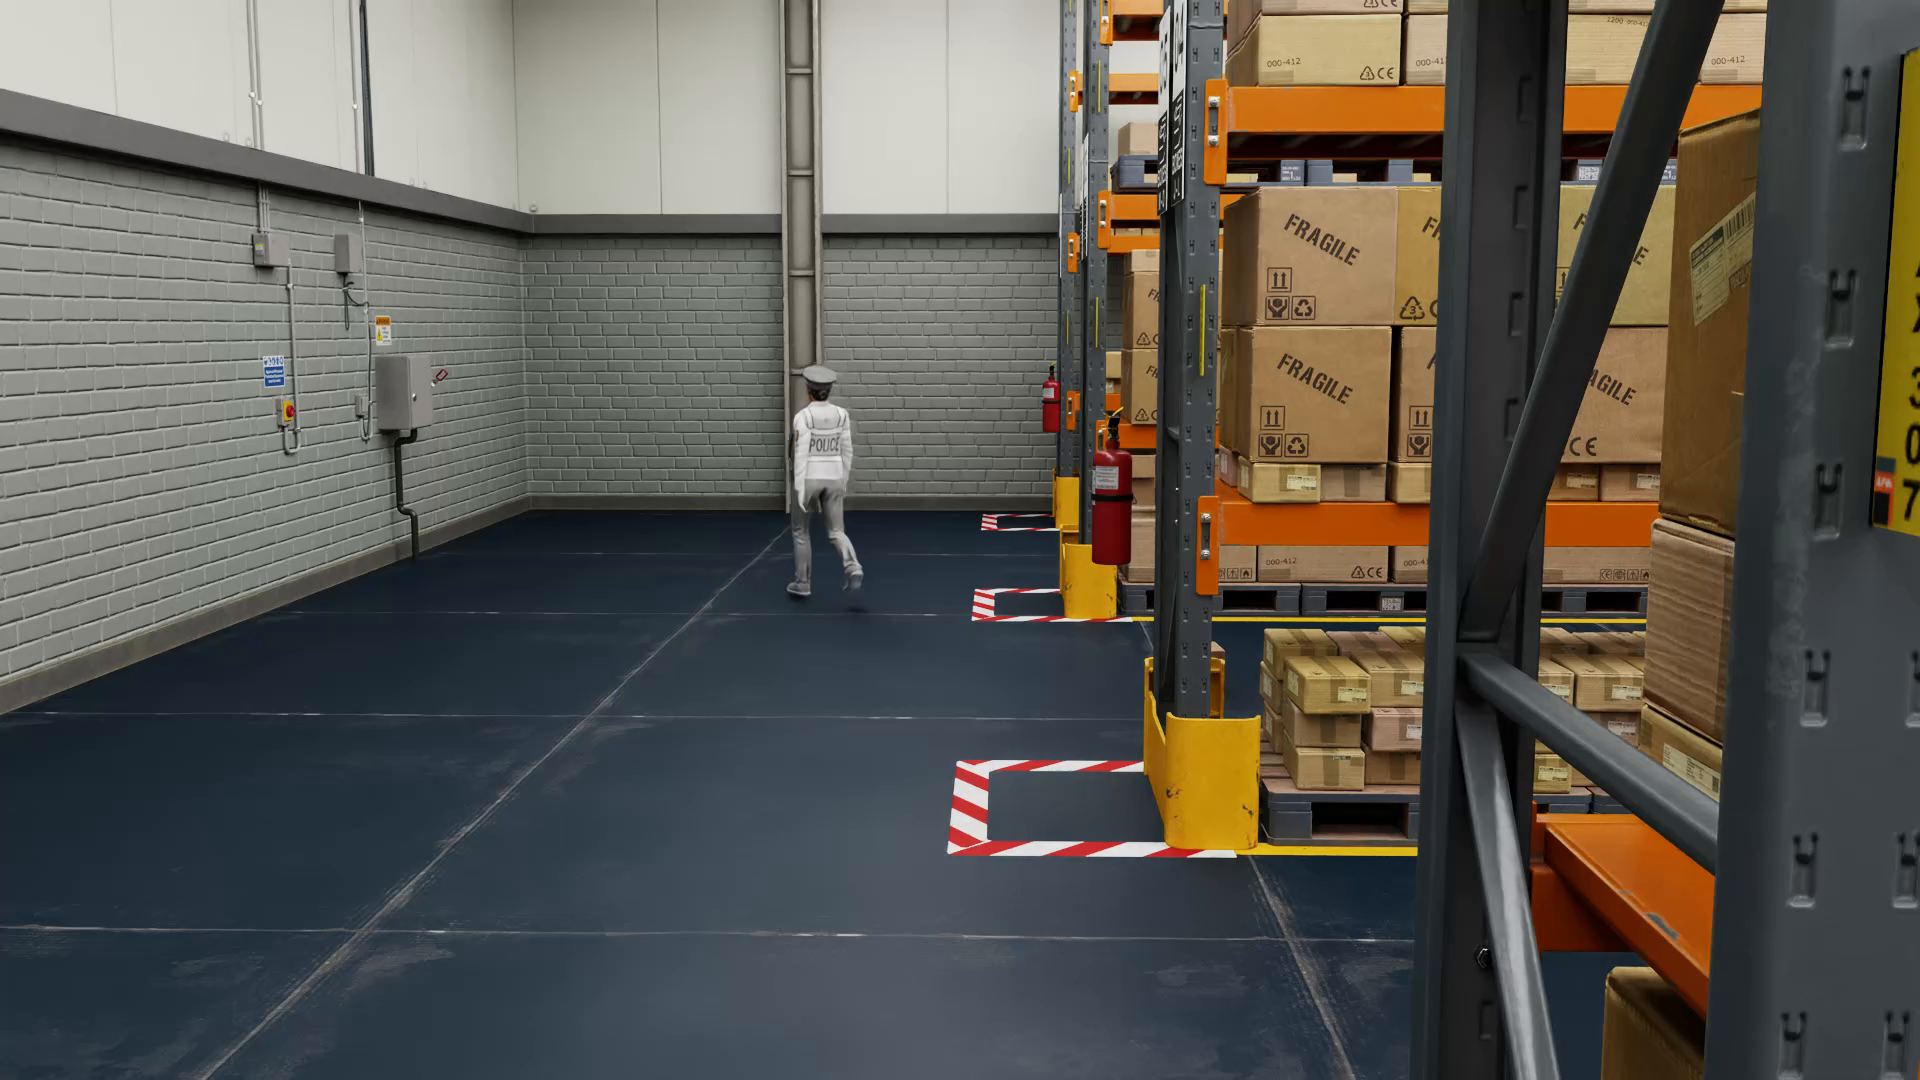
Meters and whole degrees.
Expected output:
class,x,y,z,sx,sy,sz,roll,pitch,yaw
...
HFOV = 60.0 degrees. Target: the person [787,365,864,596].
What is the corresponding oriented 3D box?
class,x,y,z,sx,sy,sz,roll,pitch,yaw
person,-0.967,-0.405,11.754,0.484,1.655,0.840,-4,8,-28
